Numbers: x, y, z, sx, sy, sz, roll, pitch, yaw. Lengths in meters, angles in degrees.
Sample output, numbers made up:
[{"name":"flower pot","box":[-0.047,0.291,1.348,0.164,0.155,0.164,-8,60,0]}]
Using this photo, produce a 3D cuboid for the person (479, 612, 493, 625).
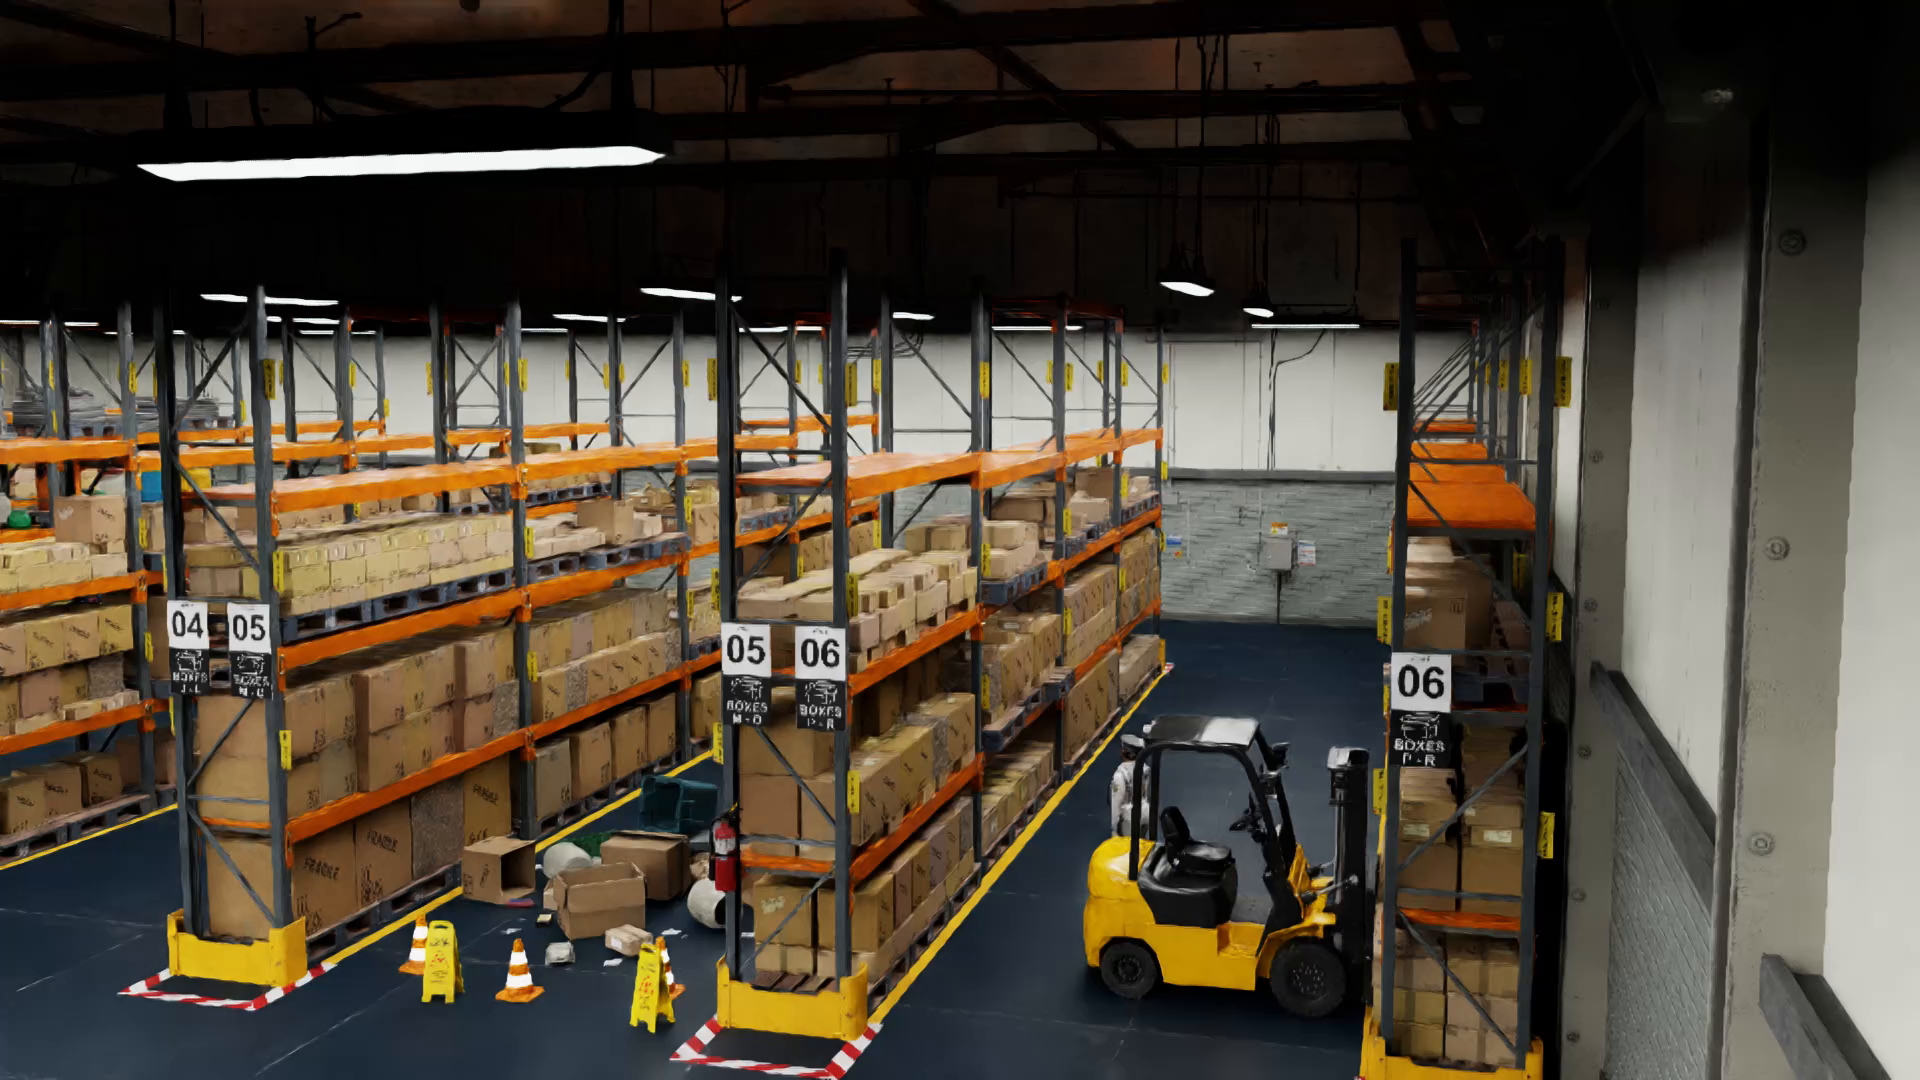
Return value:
[{"name":"person","box":[-6.671,1.813,23.561,0.598,1.698,1.193,2,6,18]}]

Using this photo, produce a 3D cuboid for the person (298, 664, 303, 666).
[{"name":"person","box":[-7.963,2.251,20.417,0.566,1.541,0.519,1,6,13]}]

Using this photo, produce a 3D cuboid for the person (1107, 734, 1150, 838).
[{"name":"person","box":[1.562,2.675,15.685,0.459,1.664,0.525,6,8,44]}]
